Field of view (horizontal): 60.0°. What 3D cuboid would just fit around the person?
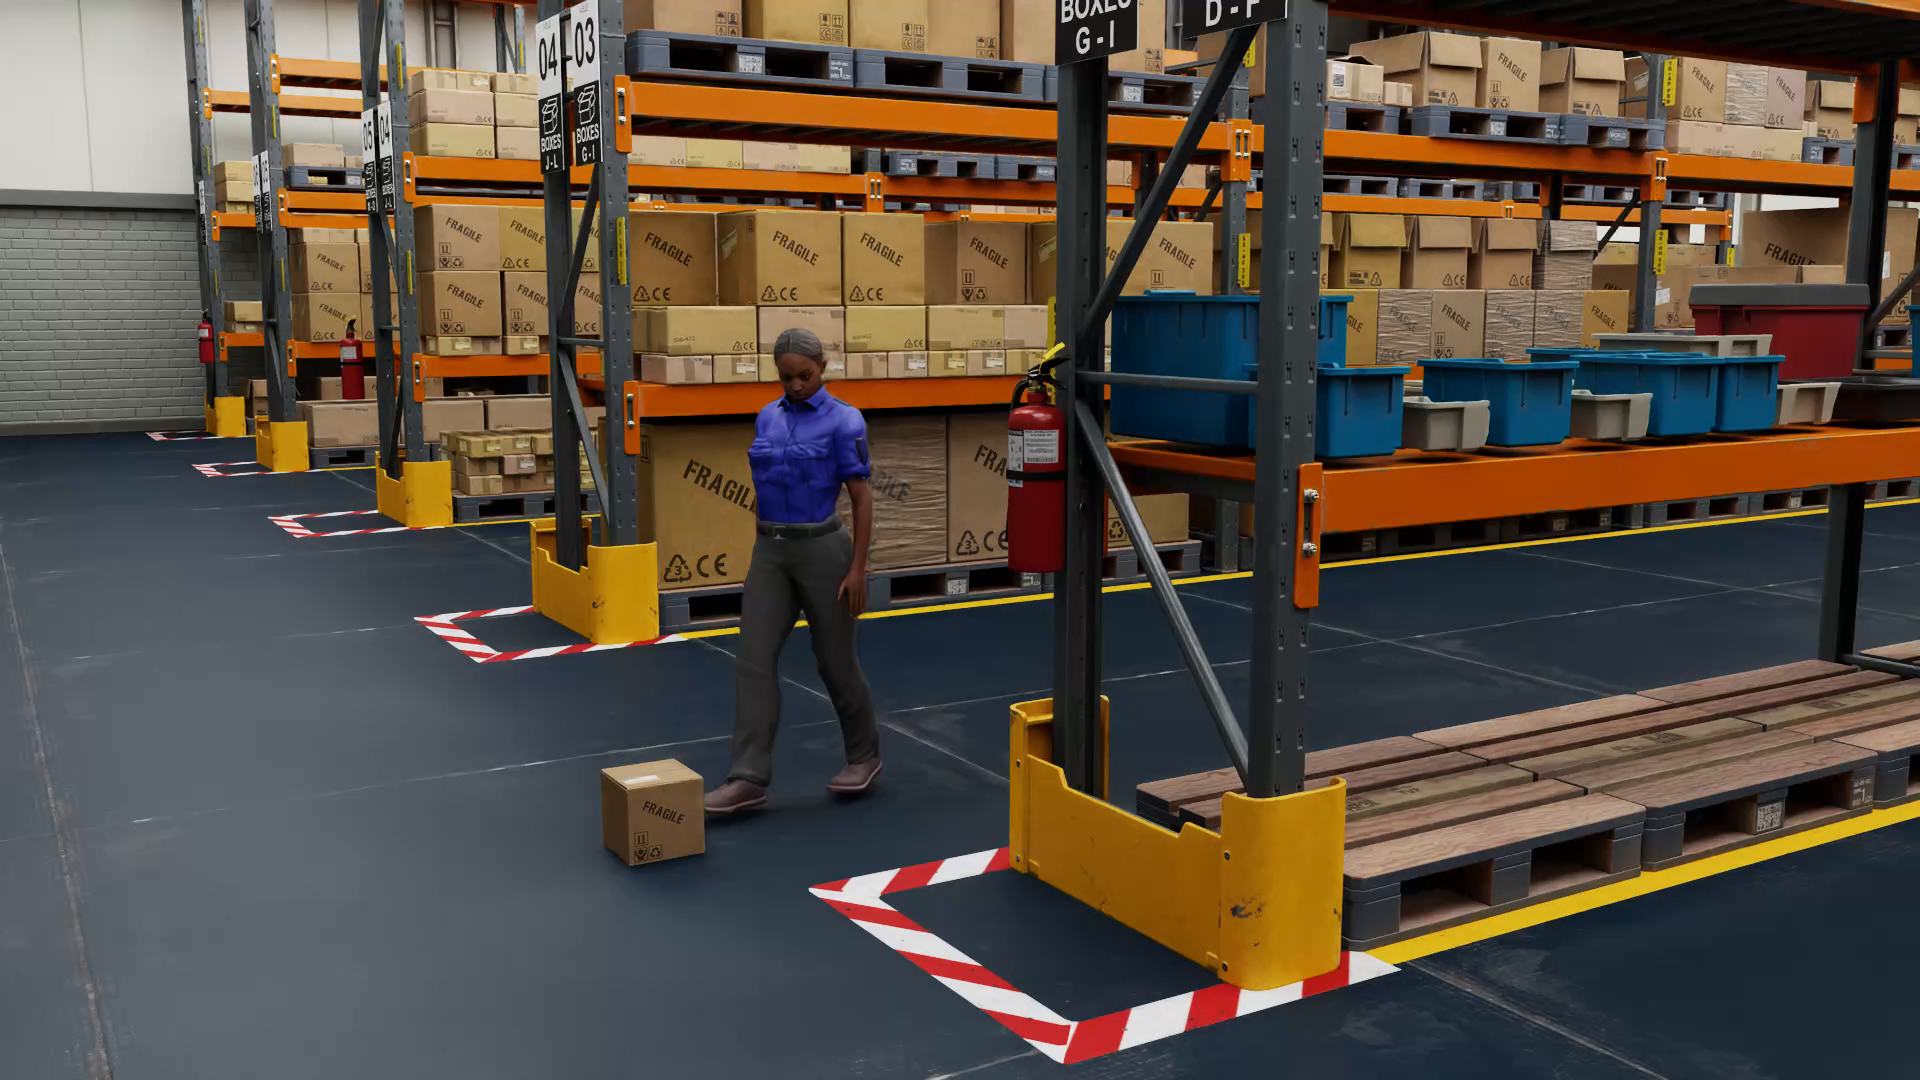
[{"bbox_3d":[-0.560,0.106,5.644,0.495,1.602,0.744,4,9,28],"label":"person"}]
